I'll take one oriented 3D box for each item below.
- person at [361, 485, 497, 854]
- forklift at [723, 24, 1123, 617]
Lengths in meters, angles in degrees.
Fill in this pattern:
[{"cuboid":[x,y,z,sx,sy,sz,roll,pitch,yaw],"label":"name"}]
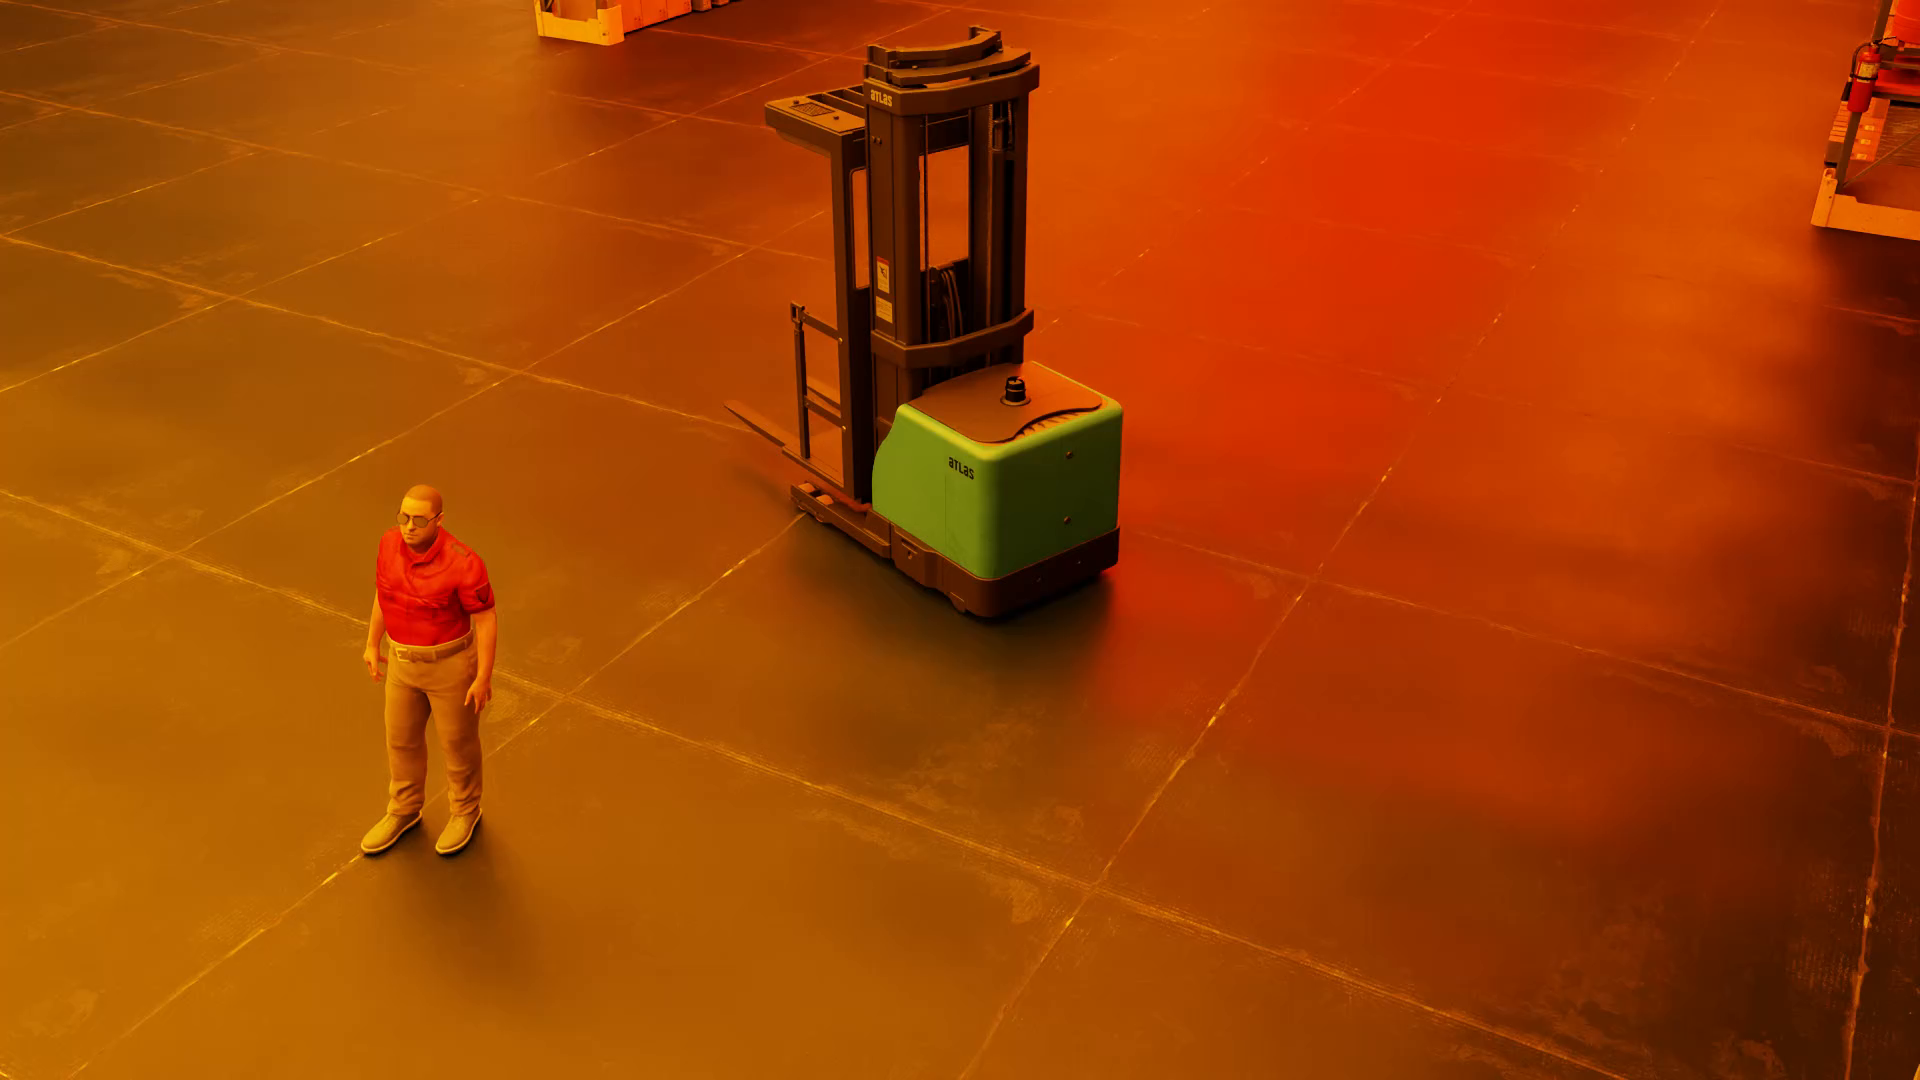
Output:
[{"cuboid":[-2.347,0.593,7.233,0.640,1.727,0.551,10,32,17],"label":"person"},{"cuboid":[-0.392,-1.515,9.696,1.130,2.935,3.031,-22,36,-33],"label":"forklift"}]
